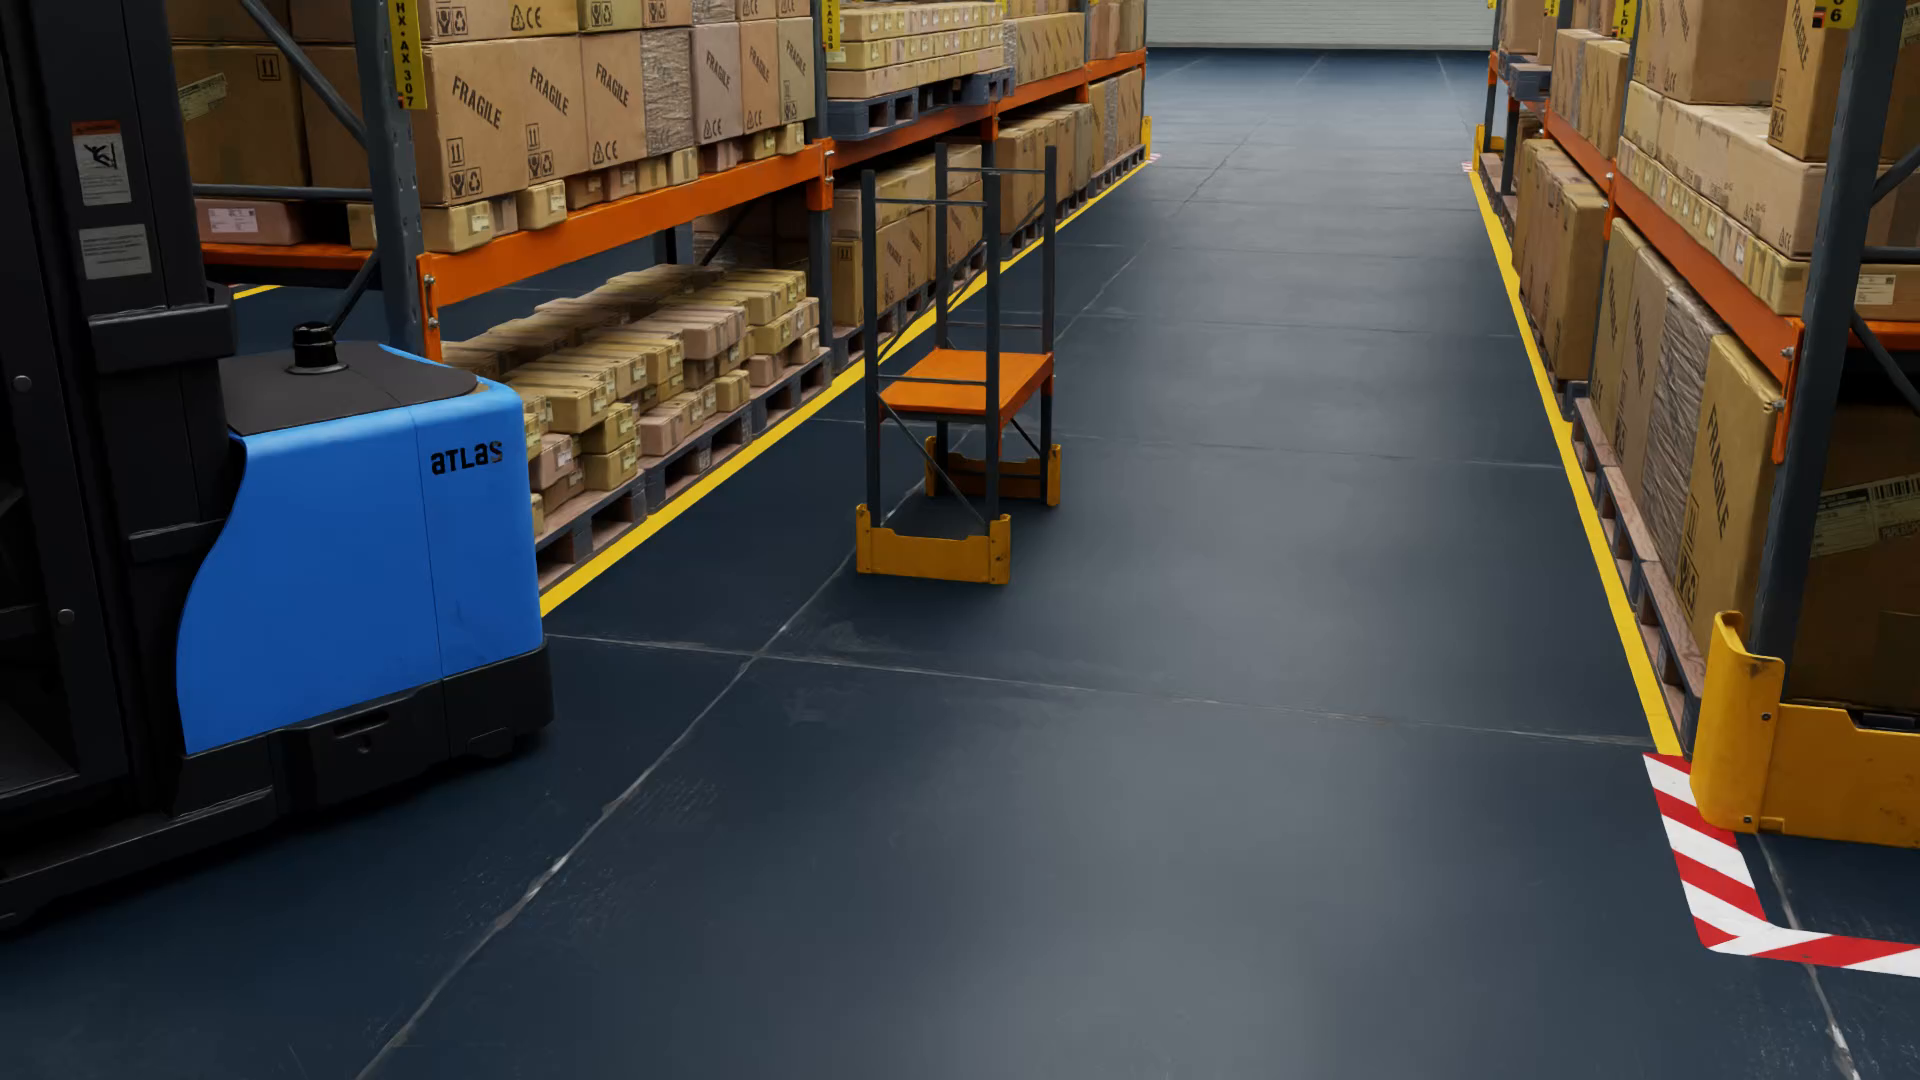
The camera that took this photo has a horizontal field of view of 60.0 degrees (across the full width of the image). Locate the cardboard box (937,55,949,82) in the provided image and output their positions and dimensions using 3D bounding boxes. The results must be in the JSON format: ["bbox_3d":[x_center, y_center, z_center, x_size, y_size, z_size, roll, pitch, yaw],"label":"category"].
[{"bbox_3d":[-0.283,-2.998,10.562,0.380,0.149,0.250,4,19,11],"label":"cardboard box"}]

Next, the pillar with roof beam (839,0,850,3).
[{"bbox_3d":[1.084,-16.728,41.740,9.100,9.000,0.400,5,19,13],"label":"pillar with roof beam"}]

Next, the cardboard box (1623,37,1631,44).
[{"bbox_3d":[3.908,-2.856,8.701,0.797,0.503,0.637,5,19,14],"label":"cardboard box"}]

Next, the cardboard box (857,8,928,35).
[{"bbox_3d":[-0.409,-3.117,9.991,0.380,0.149,0.250,4,19,13],"label":"cardboard box"}]

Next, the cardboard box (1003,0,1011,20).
[{"bbox_3d":[0.015,-4.415,13.271,0.700,0.500,0.500,4,19,13],"label":"cardboard box"}]

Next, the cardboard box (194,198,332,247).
[{"bbox_3d":[-2.375,-1.094,5.639,0.380,0.149,0.250,5,19,13],"label":"cardboard box"}]

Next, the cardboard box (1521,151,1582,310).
[{"bbox_3d":[4.145,-1.872,10.166,1.225,0.875,0.875,5,19,14],"label":"cardboard box"}]

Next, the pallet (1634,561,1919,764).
[{"bbox_3d":[2.724,0.398,5.197,1.003,0.211,1.213,5,19,13],"label":"pallet"}]

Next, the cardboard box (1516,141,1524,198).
[{"bbox_3d":[5.365,-3.261,14.780,0.700,0.500,0.500,3,19,9],"label":"cardboard box"}]

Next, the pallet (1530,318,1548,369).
[{"bbox_3d":[3.993,-1.231,9.964,1.003,0.211,1.213,5,19,13],"label":"pallet"}]

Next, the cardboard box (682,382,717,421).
[{"bbox_3d":[-1.351,-0.641,7.685,0.380,0.149,0.250,5,19,14],"label":"cardboard box"}]

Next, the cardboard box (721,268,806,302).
[{"bbox_3d":[-1.038,-1.341,8.814,0.380,0.149,0.250,5,20,15],"label":"cardboard box"}]

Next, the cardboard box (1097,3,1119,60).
[{"bbox_3d":[1.188,-5.371,17.541,0.875,0.550,0.550,5,19,13],"label":"cardboard box"}]

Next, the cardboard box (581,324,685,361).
[{"bbox_3d":[-1.452,-0.857,7.398,0.380,0.149,0.250,5,19,14],"label":"cardboard box"}]

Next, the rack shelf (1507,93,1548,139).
[{"bbox_3d":[5.047,-3.459,13.287,1.077,0.370,4.000,5,19,13],"label":"rack shelf"}]

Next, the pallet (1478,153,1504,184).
[{"bbox_3d":[6.262,-4.085,18.320,1.003,0.211,1.213,5,19,13],"label":"pallet"}]

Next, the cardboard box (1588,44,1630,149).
[{"bbox_3d":[3.558,-2.289,8.593,0.500,0.500,0.500,5,20,15],"label":"cardboard box"}]

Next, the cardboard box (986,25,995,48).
[{"bbox_3d":[0.031,-3.542,11.695,0.380,0.149,0.250,5,20,15],"label":"cardboard box"}]

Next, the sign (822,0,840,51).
[{"bbox_3d":[-0.675,-2.711,8.646,0.100,0.325,0.005,5,19,13],"label":"sign"}]

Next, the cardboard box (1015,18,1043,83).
[{"bbox_3d":[0.390,-4.080,13.838,0.500,0.500,0.500,5,19,13],"label":"cardboard box"}]

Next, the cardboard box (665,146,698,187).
[{"bbox_3d":[-1.359,-1.620,7.177,0.380,0.149,0.250,5,19,14],"label":"cardboard box"}]

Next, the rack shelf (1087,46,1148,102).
[{"bbox_3d":[1.240,-5.136,18.197,1.077,0.370,4.000,5,19,13],"label":"rack shelf"}]

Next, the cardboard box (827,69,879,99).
[{"bbox_3d":[-0.661,-2.509,9.132,0.380,0.149,0.250,4,19,11],"label":"cardboard box"}]

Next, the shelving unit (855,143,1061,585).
[{"bbox_3d":[0.019,-0.734,6.515,0.587,1.500,1.083,5,19,13],"label":"shelving unit"}]

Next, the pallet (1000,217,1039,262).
[{"bbox_3d":[0.040,-2.517,13.732,1.003,0.211,1.213,5,19,13],"label":"pallet"}]

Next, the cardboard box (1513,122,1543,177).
[{"bbox_3d":[5.881,-3.945,16.815,0.500,0.500,0.500,3,19,9],"label":"cardboard box"}]

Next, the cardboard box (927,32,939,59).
[{"bbox_3d":[-0.345,-3.062,10.289,0.380,0.149,0.250,4,19,12],"label":"cardboard box"}]

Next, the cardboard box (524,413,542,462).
[{"bbox_3d":[-1.723,-0.357,5.933,0.380,0.149,0.250,4,19,11],"label":"cardboard box"}]

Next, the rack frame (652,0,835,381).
[{"bbox_3d":[-1.203,-2.342,8.904,1.000,3.000,0.127,5,19,13],"label":"rack frame"}]

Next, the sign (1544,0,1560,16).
[{"bbox_3d":[4.030,-3.723,11.278,0.100,0.325,0.005,5,19,13],"label":"sign"}]

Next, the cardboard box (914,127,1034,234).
[{"bbox_3d":[0.010,-2.914,13.408,1.050,0.750,0.750,4,19,13],"label":"cardboard box"}]

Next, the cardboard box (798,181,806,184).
[{"bbox_3d":[-1.128,-2.126,10.330,0.500,0.250,0.500,6,20,16],"label":"cardboard box"}]

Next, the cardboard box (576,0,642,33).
[{"bbox_3d":[-1.548,-2.189,6.295,0.500,0.500,0.500,4,19,12],"label":"cardboard box"}]

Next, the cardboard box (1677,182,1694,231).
[{"bbox_3d":[2.746,-1.163,5.840,0.380,0.149,0.250,5,19,14],"label":"cardboard box"}]

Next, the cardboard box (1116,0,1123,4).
[{"bbox_3d":[1.283,-6.051,17.861,0.875,0.550,0.500,5,19,13],"label":"cardboard box"}]

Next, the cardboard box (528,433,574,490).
[{"bbox_3d":[-1.682,-0.304,6.238,0.380,0.149,0.250,5,19,13],"label":"cardboard box"}]

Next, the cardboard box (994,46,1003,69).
[{"bbox_3d":[0.099,-3.485,11.989,0.380,0.149,0.250,5,19,14],"label":"cardboard box"}]

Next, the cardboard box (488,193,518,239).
[{"bbox_3d":[-1.762,-1.128,5.739,0.380,0.149,0.250,5,20,15],"label":"cardboard box"}]

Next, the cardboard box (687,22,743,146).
[{"bbox_3d":[-1.298,-2.038,7.398,0.500,0.500,0.500,5,19,13],"label":"cardboard box"}]

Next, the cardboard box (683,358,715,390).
[{"bbox_3d":[-1.359,-0.803,7.698,0.380,0.149,0.250,4,19,11],"label":"cardboard box"}]

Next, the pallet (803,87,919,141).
[{"bbox_3d":[-0.876,-2.479,9.603,1.003,0.211,1.213,5,19,13],"label":"pallet"}]

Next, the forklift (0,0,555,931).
[{"bbox_3d":[-2.610,-0.571,3.826,3.031,2.935,1.130,-17,25,-41],"label":"forklift"}]

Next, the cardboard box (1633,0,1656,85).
[{"bbox_3d":[3.217,-2.214,7.139,0.500,0.500,0.500,5,19,13],"label":"cardboard box"}]

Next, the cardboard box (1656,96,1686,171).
[{"bbox_3d":[2.965,-1.544,6.338,0.500,0.250,0.500,5,20,15],"label":"cardboard box"}]

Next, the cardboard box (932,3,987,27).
[{"bbox_3d":[-0.029,-3.607,11.425,0.380,0.149,0.250,5,20,15],"label":"cardboard box"}]

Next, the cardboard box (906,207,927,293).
[{"bbox_3d":[-0.523,-1.900,10.827,0.500,0.500,0.500,5,19,14],"label":"cardboard box"}]

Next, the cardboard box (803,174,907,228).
[{"bbox_3d":[-0.639,-2.091,10.225,0.500,0.250,0.500,5,20,15],"label":"cardboard box"}]

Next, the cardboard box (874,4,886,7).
[{"bbox_3d":[-0.720,-3.584,11.358,0.380,0.149,0.250,4,19,11],"label":"cardboard box"}]

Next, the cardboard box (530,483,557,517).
[{"bbox_3d":[-1.758,-0.166,6.292,0.380,0.149,0.250,5,19,13],"label":"cardboard box"}]

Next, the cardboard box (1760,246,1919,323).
[{"bbox_3d":[2.372,-0.684,4.438,0.380,0.149,0.250,5,19,14],"label":"cardboard box"}]

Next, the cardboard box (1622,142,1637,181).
[{"bbox_3d":[3.123,-1.651,7.270,0.380,0.149,0.250,4,19,12],"label":"cardboard box"}]

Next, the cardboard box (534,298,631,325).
[{"bbox_3d":[-1.810,-1.060,7.991,0.380,0.149,0.250,5,20,15],"label":"cardboard box"}]
